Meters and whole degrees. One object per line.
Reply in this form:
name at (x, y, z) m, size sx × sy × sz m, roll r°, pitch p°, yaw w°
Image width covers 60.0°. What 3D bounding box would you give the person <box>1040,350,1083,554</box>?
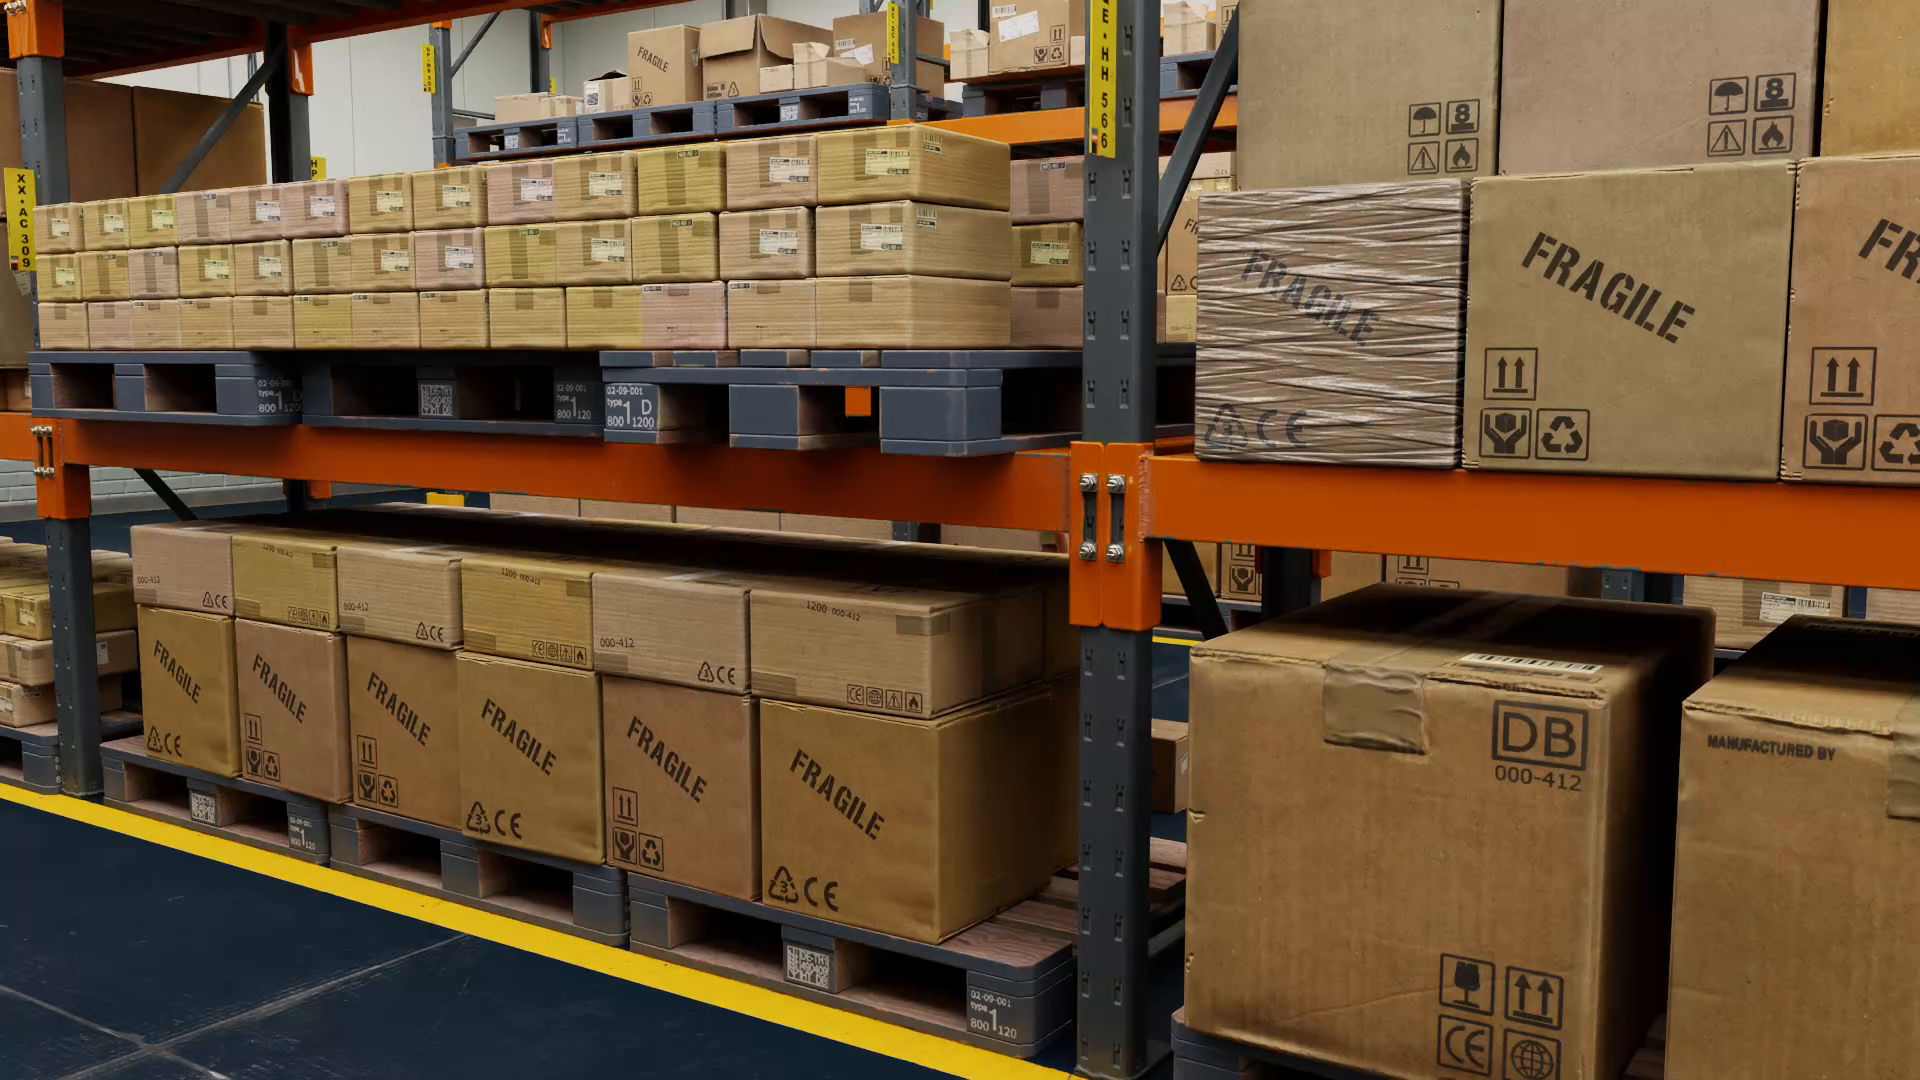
person at (0.457, 0.046, 5.659) m, size 0.363 × 1.651 × 0.517 m, roll 4°, pitch 7°, yaw 30°
